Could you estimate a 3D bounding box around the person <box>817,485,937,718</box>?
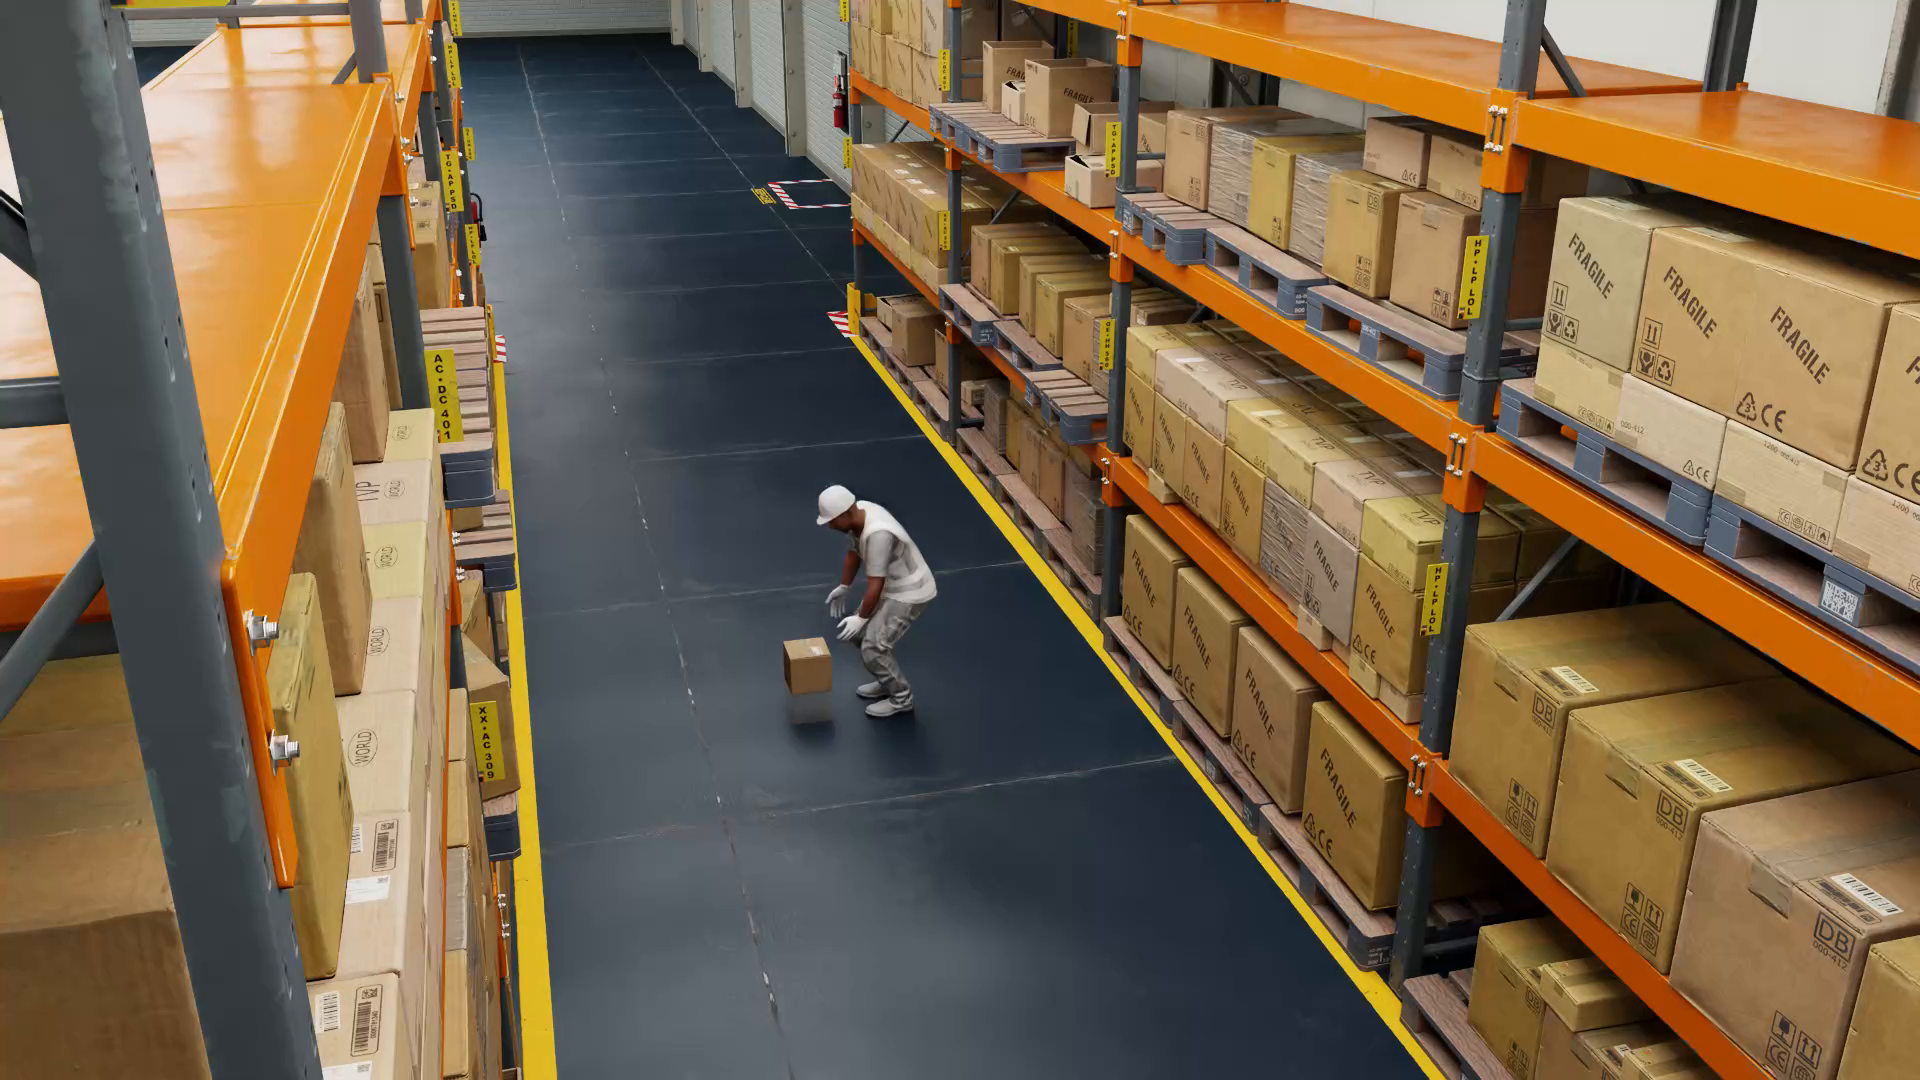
[{"bbox_3d":[-0.499,0.349,10.104,0.717,1.498,0.606,-6,23,-14],"label":"person"}]
